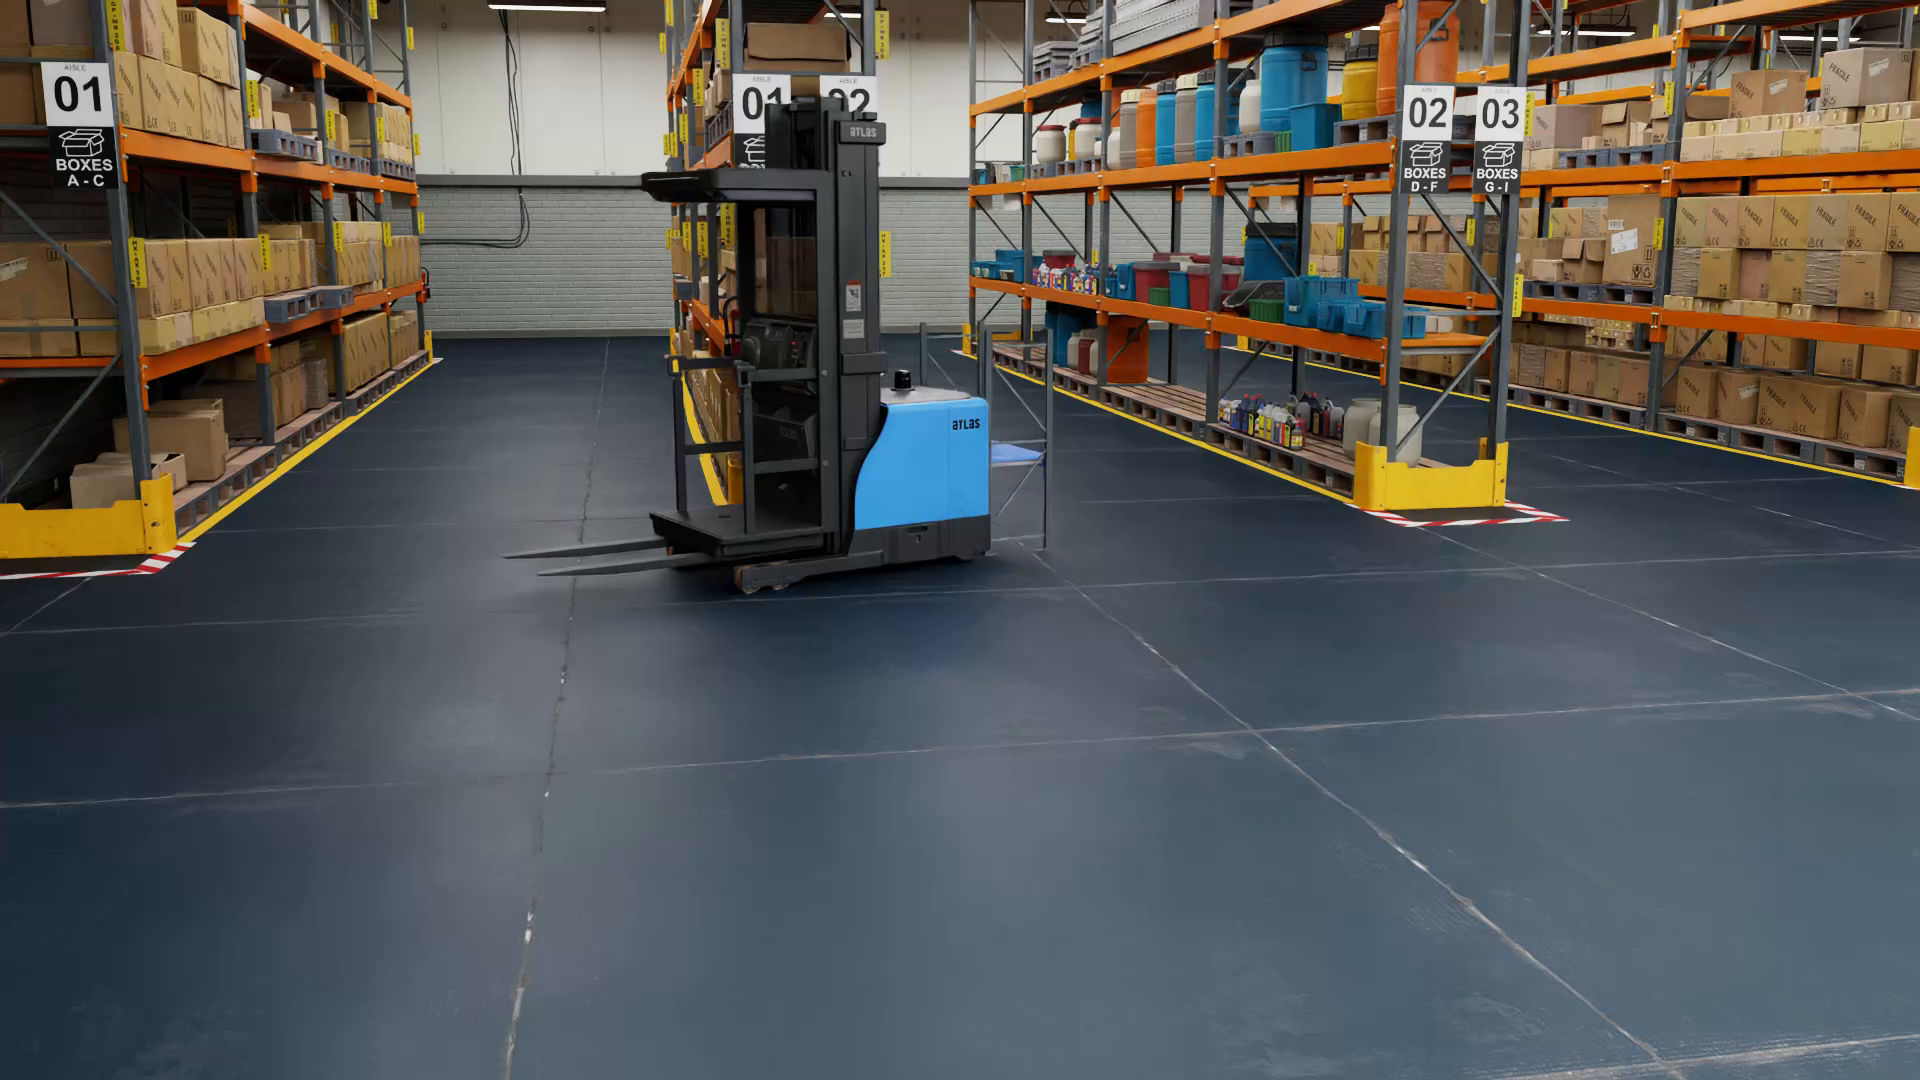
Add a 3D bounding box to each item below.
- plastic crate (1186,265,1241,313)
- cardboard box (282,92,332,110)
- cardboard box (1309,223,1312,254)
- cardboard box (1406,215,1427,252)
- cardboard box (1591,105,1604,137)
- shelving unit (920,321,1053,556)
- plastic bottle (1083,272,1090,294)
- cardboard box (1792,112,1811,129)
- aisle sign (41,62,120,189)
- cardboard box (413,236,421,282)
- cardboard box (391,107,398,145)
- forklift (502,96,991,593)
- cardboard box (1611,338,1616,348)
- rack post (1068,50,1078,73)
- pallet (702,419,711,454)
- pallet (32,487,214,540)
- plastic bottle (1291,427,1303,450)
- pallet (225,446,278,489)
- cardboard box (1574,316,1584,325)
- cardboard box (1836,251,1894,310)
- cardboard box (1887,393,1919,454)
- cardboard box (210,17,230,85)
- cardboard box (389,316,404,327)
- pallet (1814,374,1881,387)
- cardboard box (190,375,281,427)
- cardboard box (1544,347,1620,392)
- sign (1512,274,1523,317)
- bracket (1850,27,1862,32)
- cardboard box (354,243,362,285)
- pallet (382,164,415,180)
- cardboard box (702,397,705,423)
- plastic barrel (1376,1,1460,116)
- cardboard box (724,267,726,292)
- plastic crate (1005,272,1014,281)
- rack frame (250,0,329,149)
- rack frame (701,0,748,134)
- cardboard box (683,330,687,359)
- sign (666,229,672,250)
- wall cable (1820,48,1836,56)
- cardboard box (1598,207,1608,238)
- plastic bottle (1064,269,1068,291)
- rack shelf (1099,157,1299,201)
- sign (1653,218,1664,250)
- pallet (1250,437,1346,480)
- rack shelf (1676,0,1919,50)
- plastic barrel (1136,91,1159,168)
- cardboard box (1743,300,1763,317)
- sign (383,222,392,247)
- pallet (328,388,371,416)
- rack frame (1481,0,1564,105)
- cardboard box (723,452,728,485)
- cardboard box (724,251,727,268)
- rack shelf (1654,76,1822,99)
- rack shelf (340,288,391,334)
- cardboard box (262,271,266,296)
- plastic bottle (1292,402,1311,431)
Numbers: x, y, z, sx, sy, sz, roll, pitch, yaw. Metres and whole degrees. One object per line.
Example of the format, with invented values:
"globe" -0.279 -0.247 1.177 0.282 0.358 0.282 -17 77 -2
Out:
"plastic crate" 2.597 -2.582 17.070 0.402 0.464 0.583 -2 11 -11
"cardboard box" -8.118 -5.420 20.680 0.500 0.250 0.500 -2 11 -13
"cardboard box" 5.549 -5.011 27.599 0.500 0.500 0.500 -2 11 -13
"cardboard box" 6.685 -4.306 23.346 0.797 0.503 0.637 -2 11 -9
"cardboard box" 7.602 -4.892 19.748 0.500 0.500 0.500 -2 11 -10
"shelving unit" 0.168 -0.736 11.551 0.538 1.500 1.048 -5 12 -25
"plastic bottle" 1.629 -3.302 21.367 0.097 0.271 0.097 0 11 0
"cardboard box" 7.985 -3.894 15.447 0.380 0.149 0.250 -2 11 -10
"aisle sign" -5.640 -2.654 10.665 0.394 0.787 0.004 -2 11 -11
"cardboard box" -8.951 -4.368 25.820 0.980 0.700 0.700 -2 11 -8
"cardboard box" -8.353 -5.929 23.808 0.500 0.500 0.500 -2 11 -11
"forklift" -1.311 -1.230 10.319 3.031 2.935 1.130 -7 13 -33
"cardboard box" 10.800 -3.198 26.979 0.380 0.149 0.250 -2 11 -9
"rack post" 1.954 -6.275 21.936 0.937 0.300 0.954 -1 11 -5
"pallet" -2.049 -1.058 16.688 1.003 0.211 1.213 -2 11 -11
"pallet" -6.086 -0.174 12.044 1.003 0.211 1.213 -2 11 -11
"plastic bottle" 2.982 -0.902 14.720 0.097 0.201 0.097 0 11 0
"pallet" -6.561 -0.621 14.395 1.003 0.211 1.213 -2 11 -11
"cardboard box" 10.529 -3.673 27.880 0.380 0.149 0.250 -3 11 -13
"cardboard box" 8.333 -2.304 14.716 0.875 0.500 0.500 -2 11 -11
"cardboard box" 8.523 -1.013 14.559 0.500 0.500 0.500 0 11 0
"cardboard box" -6.245 -3.954 13.429 0.500 0.500 0.500 -2 11 -8
"cardboard box" -8.316 -3.183 24.225 0.380 0.149 0.250 -2 11 -13
"pallet" 12.036 -2.031 21.805 1.003 0.211 1.213 -2 11 -11
"cardboard box" -7.035 -1.328 16.162 0.700 0.500 0.500 -2 11 -12
"cardboard box" 7.459 -2.048 19.942 0.700 0.500 0.500 -1 11 -6
"sign" 4.310 -1.895 12.888 0.100 0.325 0.005 -2 11 -11
"bracket" 19.575 -11.136 36.511 0.235 0.232 0.430 -2 11 -11
"cardboard box" -7.536 -3.337 20.092 0.500 0.500 0.500 -2 11 -11
"pallet" -8.906 -5.608 25.353 1.003 0.211 1.213 -2 11 -11
"cardboard box" -2.329 -1.308 16.774 0.500 0.250 0.500 -2 11 -12
"plastic barrel" 3.551 -3.715 12.897 0.600 0.830 0.708 -2 11 -11
"cardboard box" -2.201 -2.673 17.449 0.500 0.500 0.500 -2 11 -11
"plastic crate" 0.955 -4.030 25.424 0.437 0.125 0.590 -2 11 -11
"rack frame" -7.504 -5.794 18.068 1.000 3.000 0.127 -2 11 -11
"rack frame" -1.868 -5.241 15.164 1.000 3.000 0.127 -2 11 -11
"cardboard box" -3.569 -2.651 23.113 0.500 0.500 0.500 -3 11 -14
"sign" -4.734 -4.900 27.103 0.100 0.325 0.005 -2 11 -11
"wall cable" 20.263 -12.157 36.625 2.988 3.039 0.133 -2 11 -11
"cardboard box" 10.717 -5.140 26.941 0.500 0.500 0.500 -2 11 -13
"plastic bottle" 1.432 -3.476 22.249 0.061 0.283 0.133 -2 11 -11
"rack shelf" 2.603 -3.960 18.381 1.077 0.370 4.000 -2 11 -11
"sign" 7.306 -3.201 17.396 0.100 0.325 0.005 -2 11 -11
"pallet" 3.322 -0.754 15.095 1.003 0.211 1.213 -2 11 -11
"rack shelf" 8.239 -4.878 15.193 1.077 0.370 4.000 -2 11 -11
"plastic barrel" 2.288 -4.613 18.738 0.600 0.830 0.708 -2 11 -11
"cardboard box" 7.864 -2.251 16.173 0.380 0.149 0.250 -2 11 -11
"sign" -7.752 -4.131 22.496 0.100 0.325 0.005 -2 11 -11
"pallet" -7.584 -1.624 19.664 1.003 0.211 1.213 -2 11 -11
"rack frame" 7.072 -6.334 20.907 1.000 3.000 0.127 -2 11 -11
"cardboard box" -1.593 -0.594 13.028 0.500 0.250 0.500 -2 11 -11
"cardboard box" -1.905 -2.512 14.868 0.380 0.149 0.250 -2 11 -13
"rack shelf" 11.568 -6.313 23.789 1.077 0.370 4.000 -2 11 -11
"rack shelf" -7.893 -2.860 20.623 1.077 0.370 4.000 -2 11 -11
"cardboard box" -6.792 -2.473 15.221 0.700 0.500 0.500 -2 11 -11
"plastic bottle" 3.297 -1.198 16.078 0.152 0.276 0.135 -2 11 -11
